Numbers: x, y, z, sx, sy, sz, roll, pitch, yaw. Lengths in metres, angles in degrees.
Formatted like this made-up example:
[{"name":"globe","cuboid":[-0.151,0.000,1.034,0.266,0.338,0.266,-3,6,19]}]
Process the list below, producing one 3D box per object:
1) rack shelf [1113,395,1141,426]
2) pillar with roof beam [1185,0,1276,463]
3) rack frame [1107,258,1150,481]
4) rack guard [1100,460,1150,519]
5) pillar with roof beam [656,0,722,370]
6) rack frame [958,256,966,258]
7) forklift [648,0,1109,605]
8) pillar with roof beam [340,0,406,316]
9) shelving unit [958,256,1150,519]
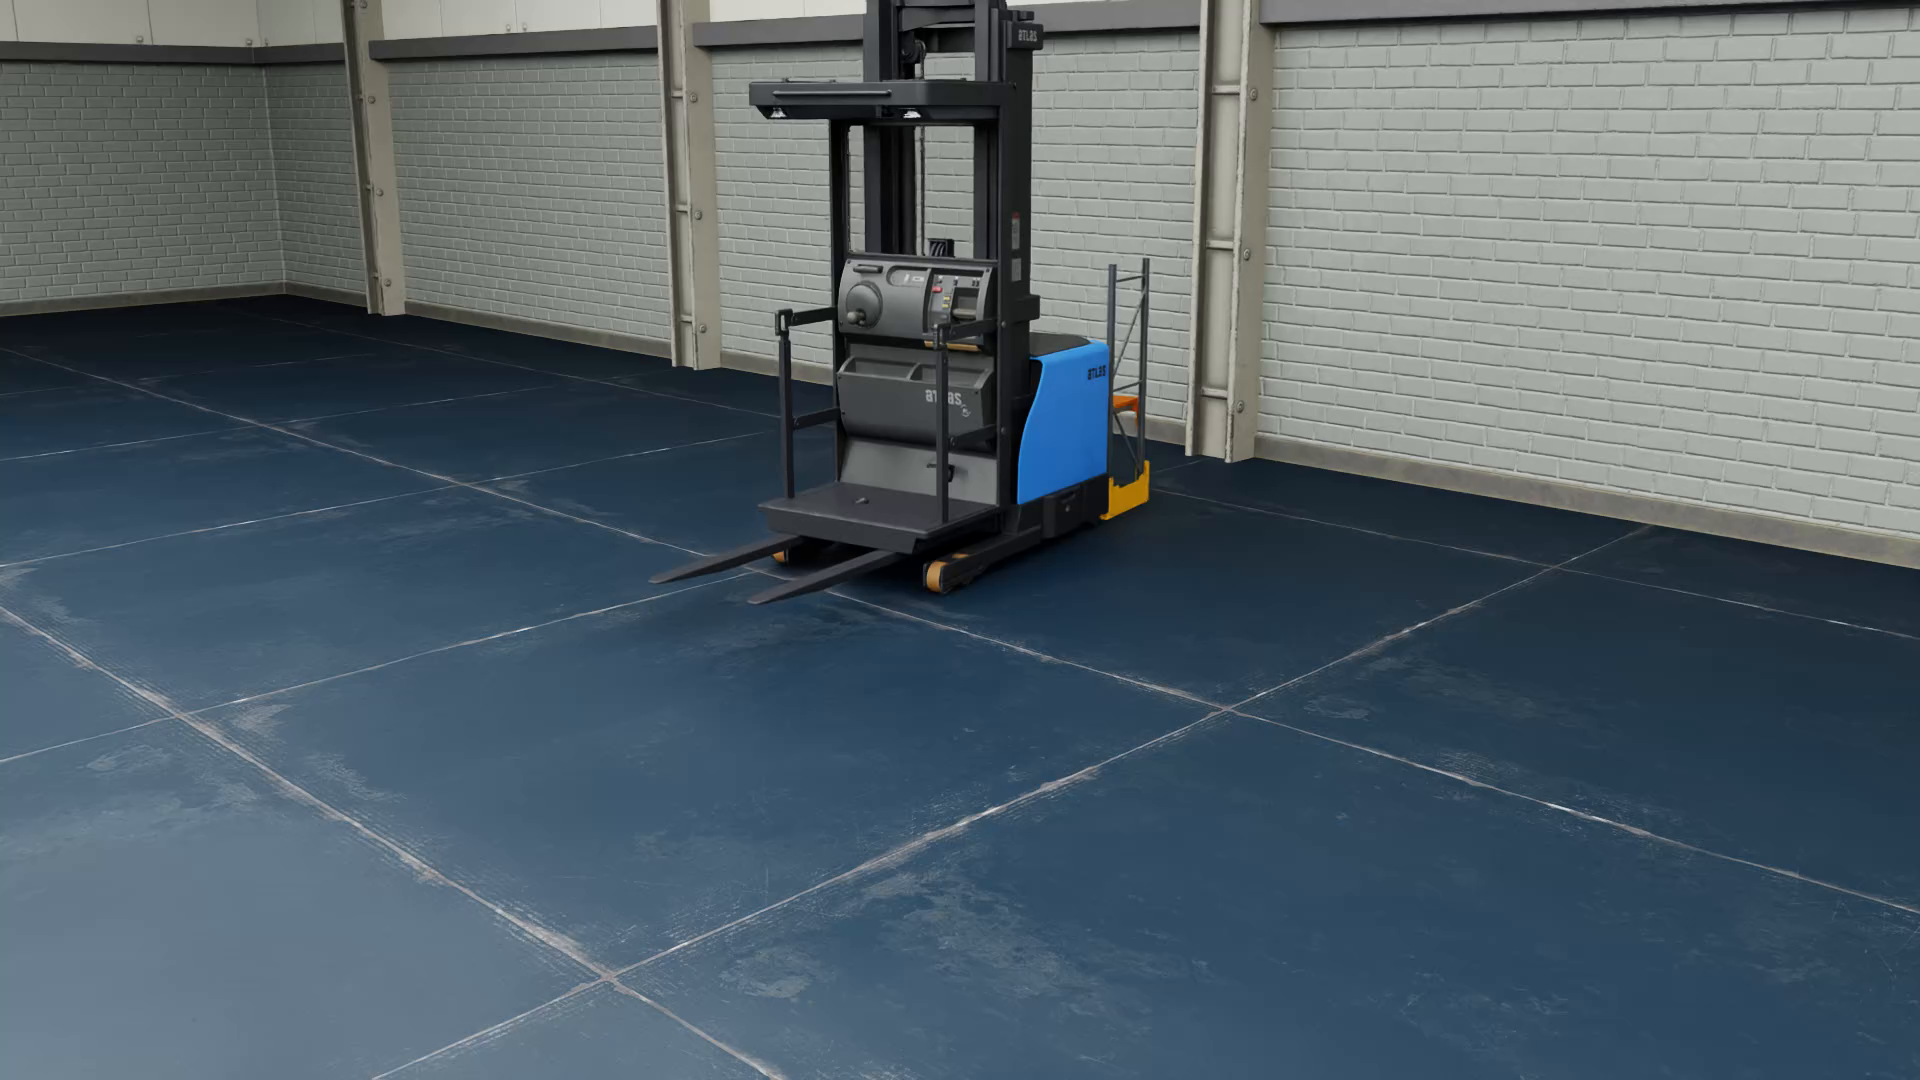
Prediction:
[{"name":"rack shelf","cuboid":[0.563,-0.808,10.271,1.000,0.185,0.538,9,17,30]},{"name":"pillar with roof beam","cuboid":[-1.154,-4.167,7.579,0.400,9.000,9.100,14,20,42]},{"name":"rack frame","cuboid":[0.998,-0.915,9.970,0.032,1.500,0.500,9,17,30]},{"name":"rack guard","cuboid":[0.997,-0.311,10.128,0.087,0.250,0.587,9,17,30]},{"name":"pillar with roof beam","cuboid":[-5.474,-5.217,11.609,0.400,9.000,9.100,14,20,42]},{"name":"rack frame","cuboid":[0.129,-1.048,10.481,0.032,1.500,0.500,9,17,30]},{"name":"forklift","cuboid":[-0.356,-1.282,8.540,1.130,2.935,3.031,9,17,32]},{"name":"pillar with roof beam","cuboid":[-9.793,-6.268,15.639,0.400,9.000,9.100,14,20,42]},{"name":"shelving unit","cuboid":[0.571,-0.981,10.221,1.083,1.500,0.587,9,17,30]}]
